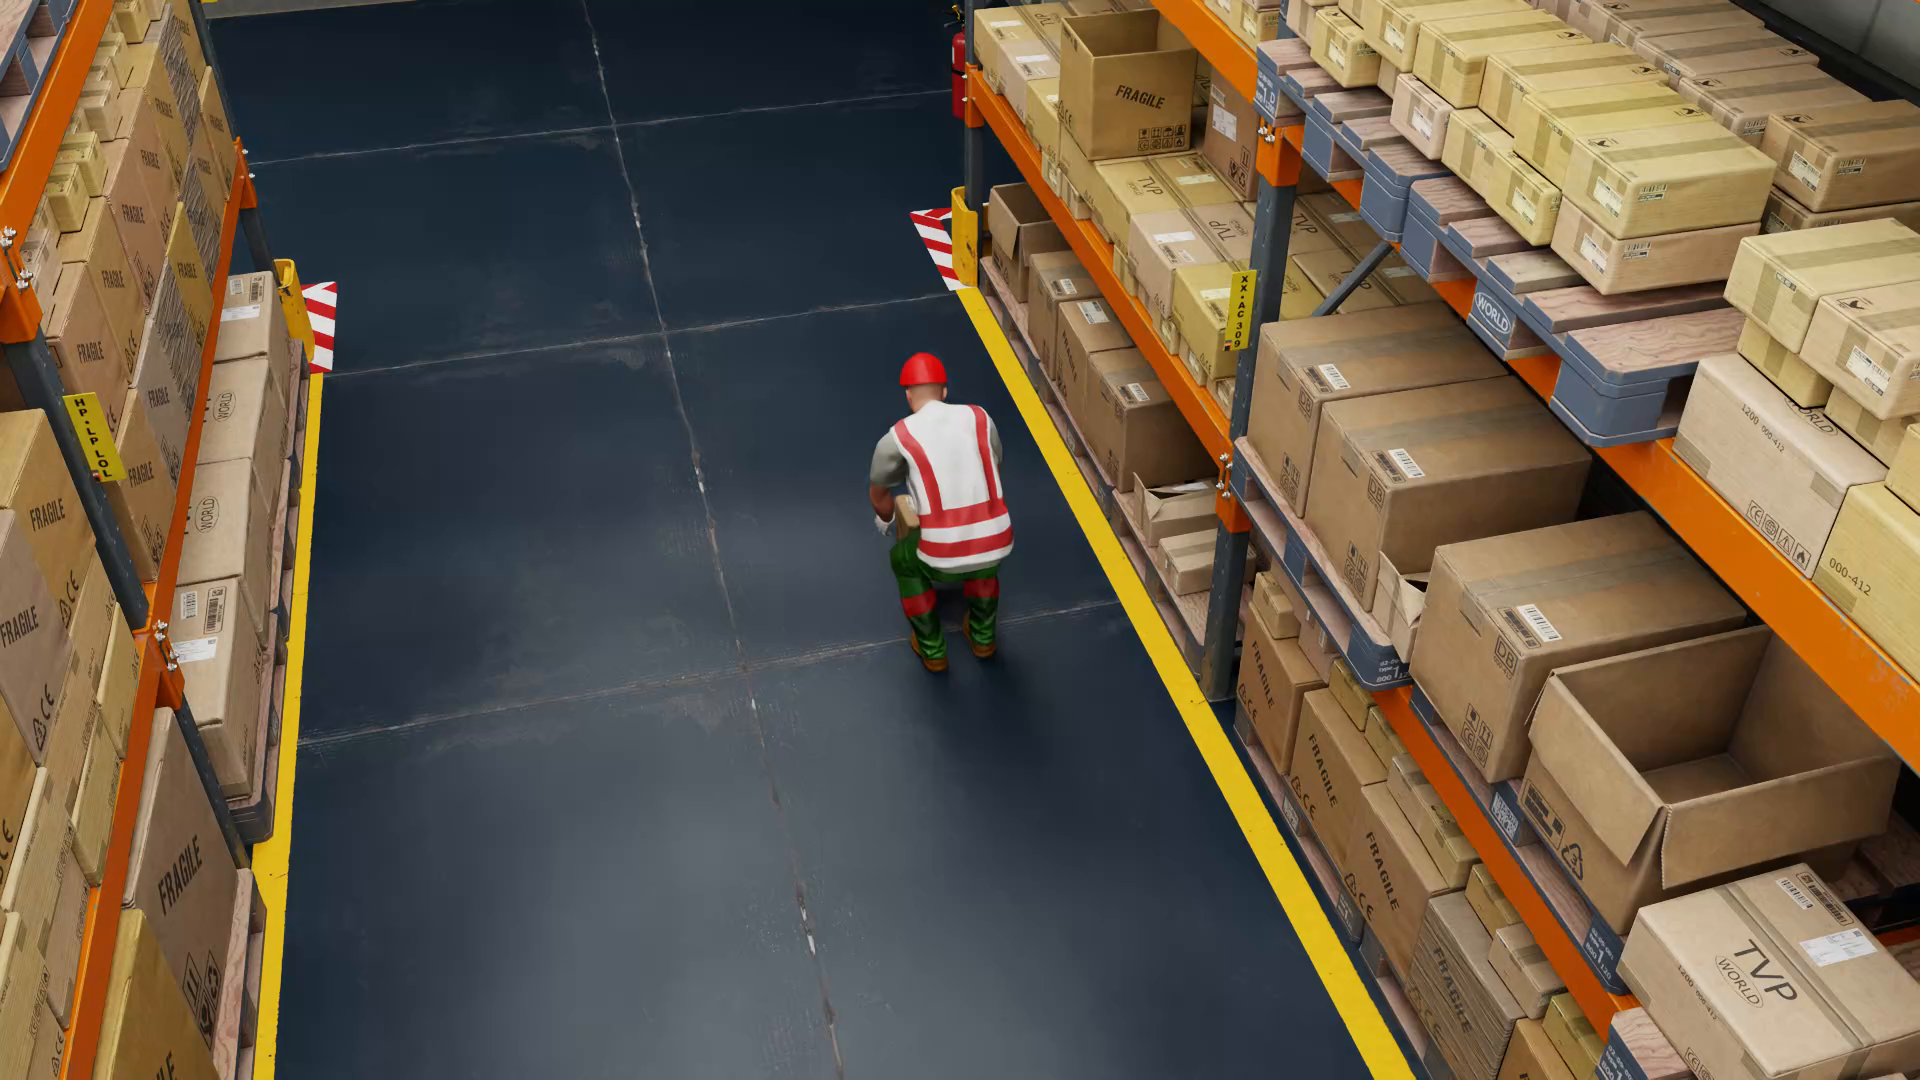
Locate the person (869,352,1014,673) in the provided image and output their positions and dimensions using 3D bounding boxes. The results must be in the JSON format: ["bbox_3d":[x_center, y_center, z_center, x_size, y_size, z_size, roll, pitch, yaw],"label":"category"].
[{"bbox_3d":[-0.082,-0.079,7.153,0.585,1.354,0.793,-9,39,-12],"label":"person"}]
